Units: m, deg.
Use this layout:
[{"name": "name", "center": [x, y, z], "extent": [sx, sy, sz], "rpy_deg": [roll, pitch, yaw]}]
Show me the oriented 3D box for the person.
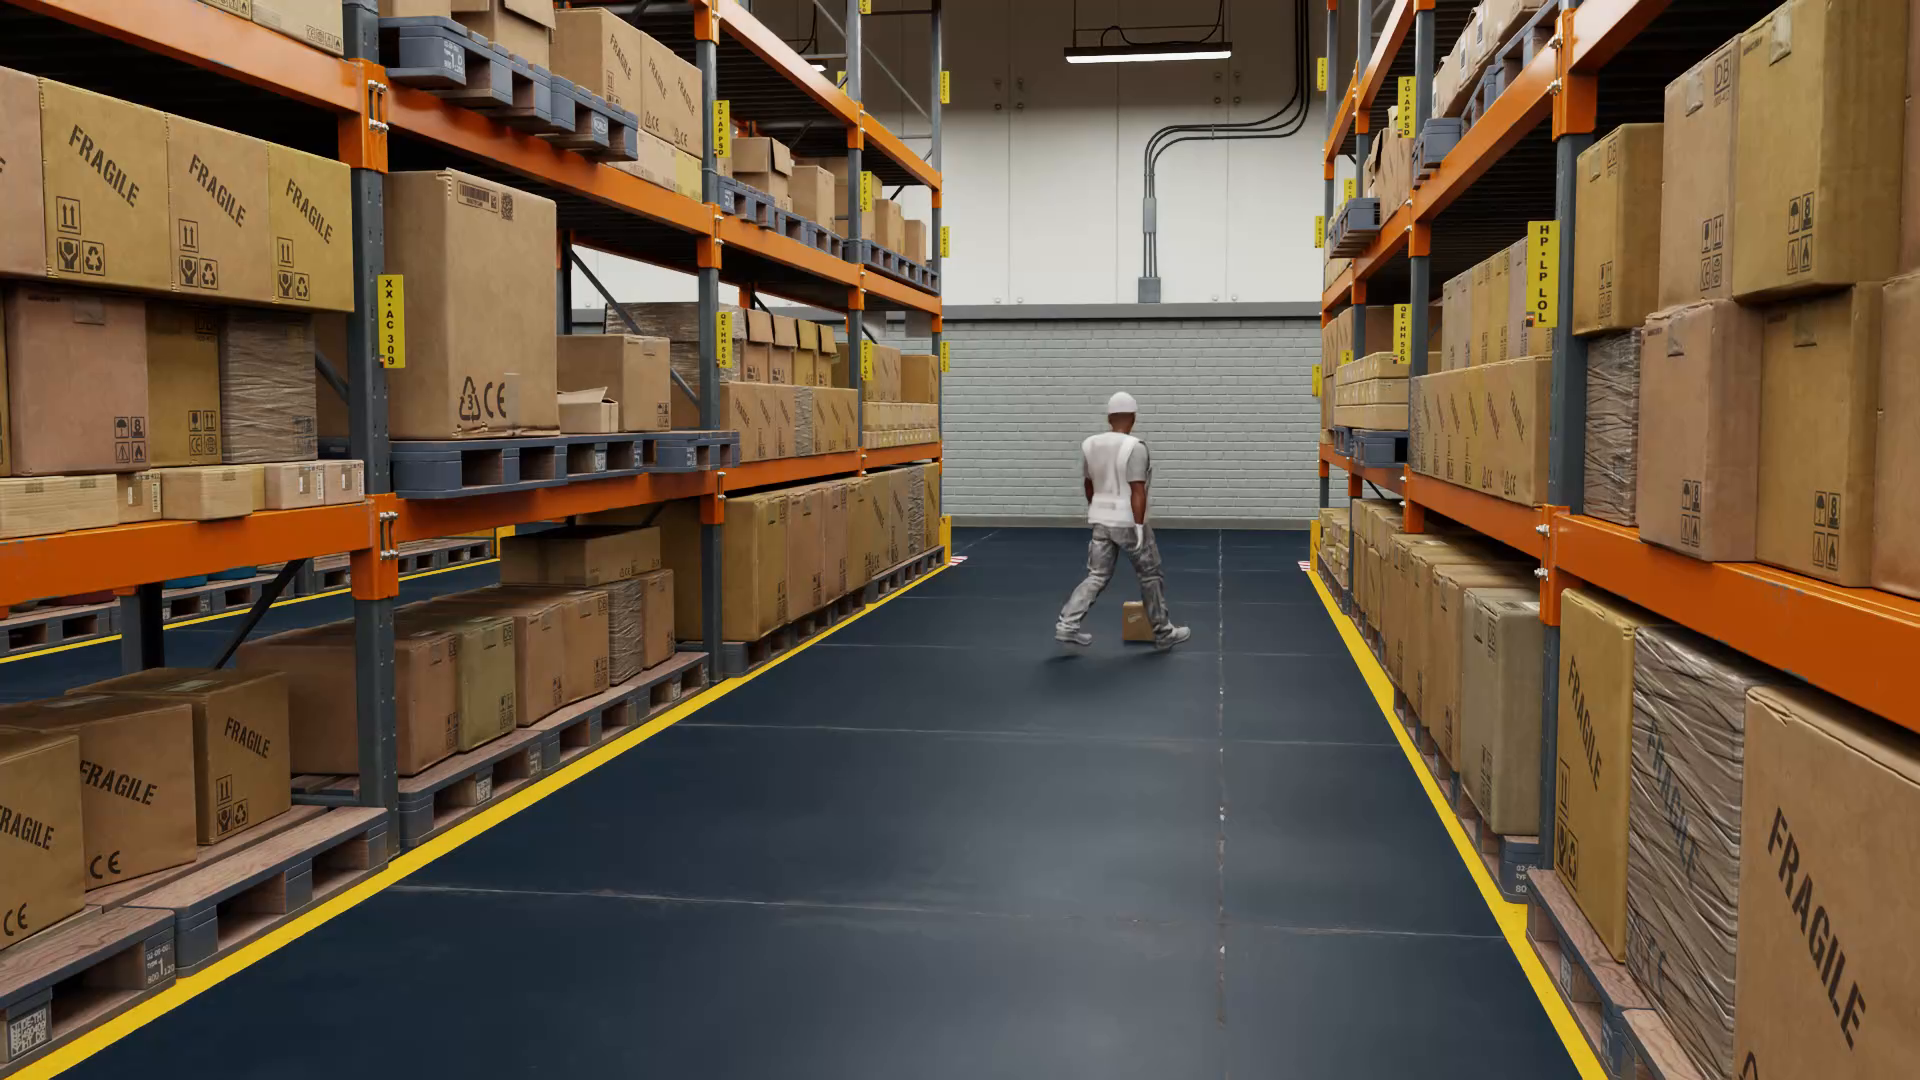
[{"name": "person", "center": [1.109, -0.115, 11.173], "extent": [0.993, 1.748, 0.590], "rpy_deg": [-4, 6, -43]}]
